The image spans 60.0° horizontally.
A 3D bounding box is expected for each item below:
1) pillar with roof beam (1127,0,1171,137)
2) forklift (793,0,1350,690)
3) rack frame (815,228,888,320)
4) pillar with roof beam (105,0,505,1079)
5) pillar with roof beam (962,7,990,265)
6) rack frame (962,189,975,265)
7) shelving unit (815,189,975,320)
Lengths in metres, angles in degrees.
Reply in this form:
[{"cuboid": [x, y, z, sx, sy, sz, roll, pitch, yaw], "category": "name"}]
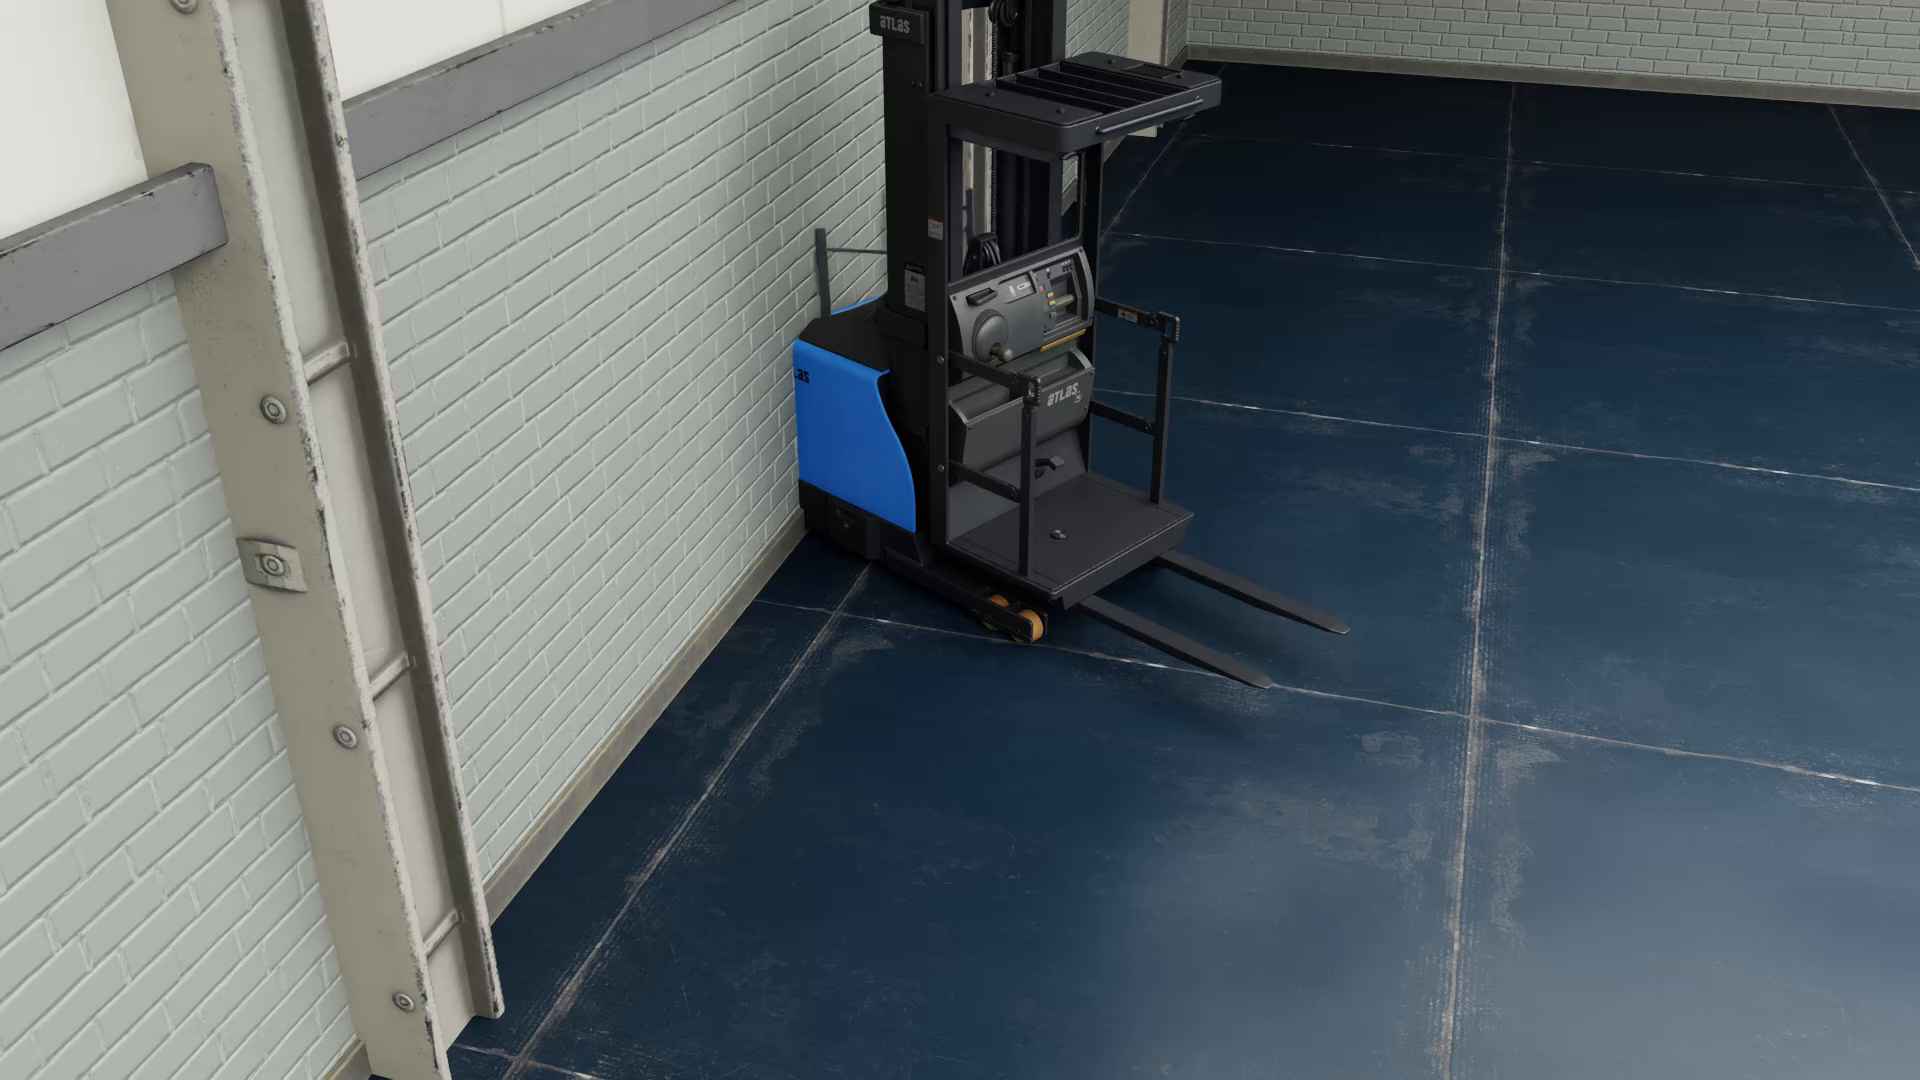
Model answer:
[{"cuboid": [5.846, -7.190, 12.418, 9.100, 9.000, 0.400, 8, 30, 15], "category": "pillar with roof beam"}, {"cuboid": [0.453, -1.071, 7.661, 3.031, 2.935, 1.130, 25, 38, 37], "category": "forklift"}, {"cuboid": [-0.462, -0.859, 8.611, 0.500, 1.500, 0.032, 6, 25, 17], "category": "rack frame"}, {"cuboid": [2.324, -1.613, 2.393, 9.100, 9.000, 0.400, 8, 30, 15], "category": "pillar with roof beam"}, {"cuboid": [4.085, -4.401, 7.405, 9.100, 9.000, 0.400, 8, 30, 15], "category": "pillar with roof beam"}, {"cuboid": [-0.144, -1.259, 9.490, 0.500, 1.500, 0.032, 6, 25, 17], "category": "rack frame"}, {"cuboid": [-0.306, -1.055, 9.042, 0.587, 1.500, 1.083, 6, 25, 17], "category": "shelving unit"}]
